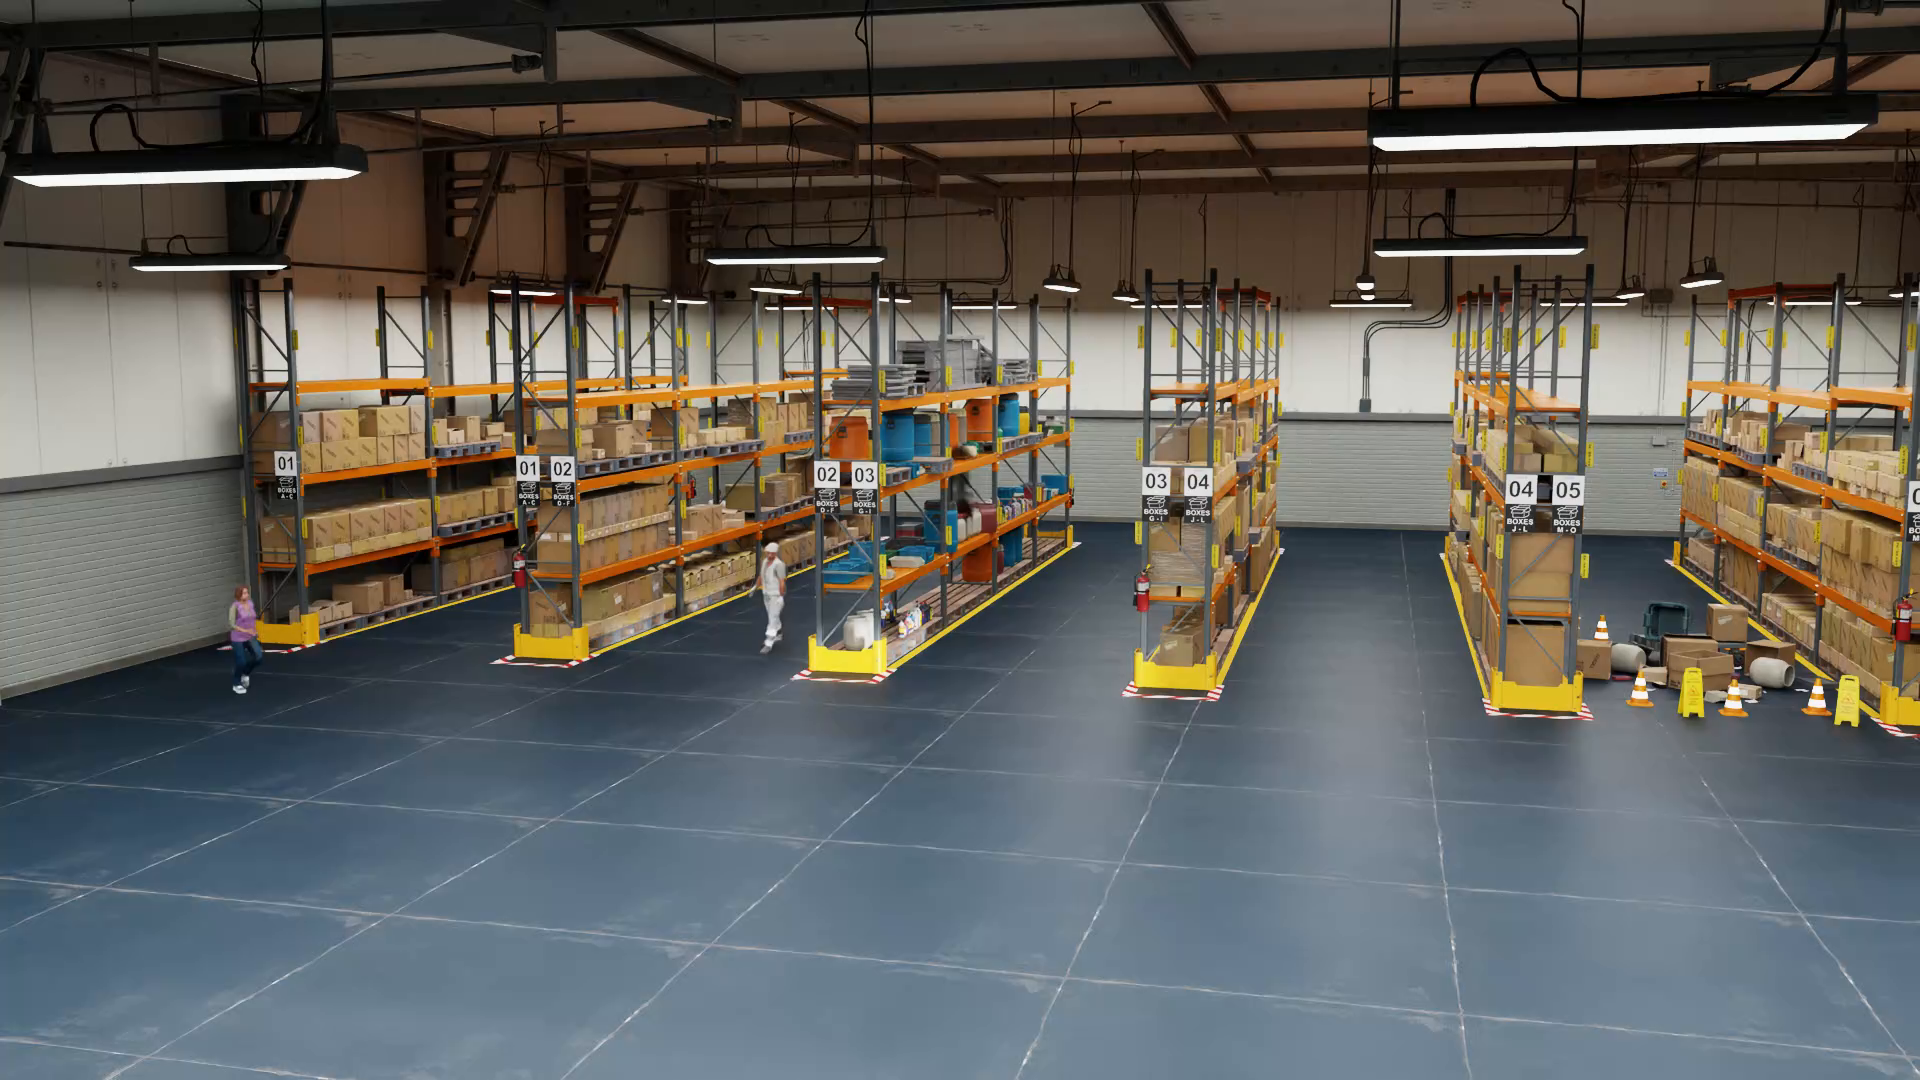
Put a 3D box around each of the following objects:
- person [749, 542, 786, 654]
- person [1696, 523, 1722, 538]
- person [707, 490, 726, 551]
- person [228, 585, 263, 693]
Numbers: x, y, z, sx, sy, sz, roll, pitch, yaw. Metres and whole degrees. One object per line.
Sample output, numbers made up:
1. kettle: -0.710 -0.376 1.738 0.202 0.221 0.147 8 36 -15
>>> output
1. person: -3.119 0.902 26.947 0.772 1.774 0.767 7 9 43
2. person: 18.067 -0.684 39.993 0.811 1.842 0.671 -1 7 -8
3. person: -5.585 -0.365 37.878 0.558 1.634 0.622 1 7 11
4. person: -10.118 1.408 23.565 0.634 1.555 0.517 4 8 30
